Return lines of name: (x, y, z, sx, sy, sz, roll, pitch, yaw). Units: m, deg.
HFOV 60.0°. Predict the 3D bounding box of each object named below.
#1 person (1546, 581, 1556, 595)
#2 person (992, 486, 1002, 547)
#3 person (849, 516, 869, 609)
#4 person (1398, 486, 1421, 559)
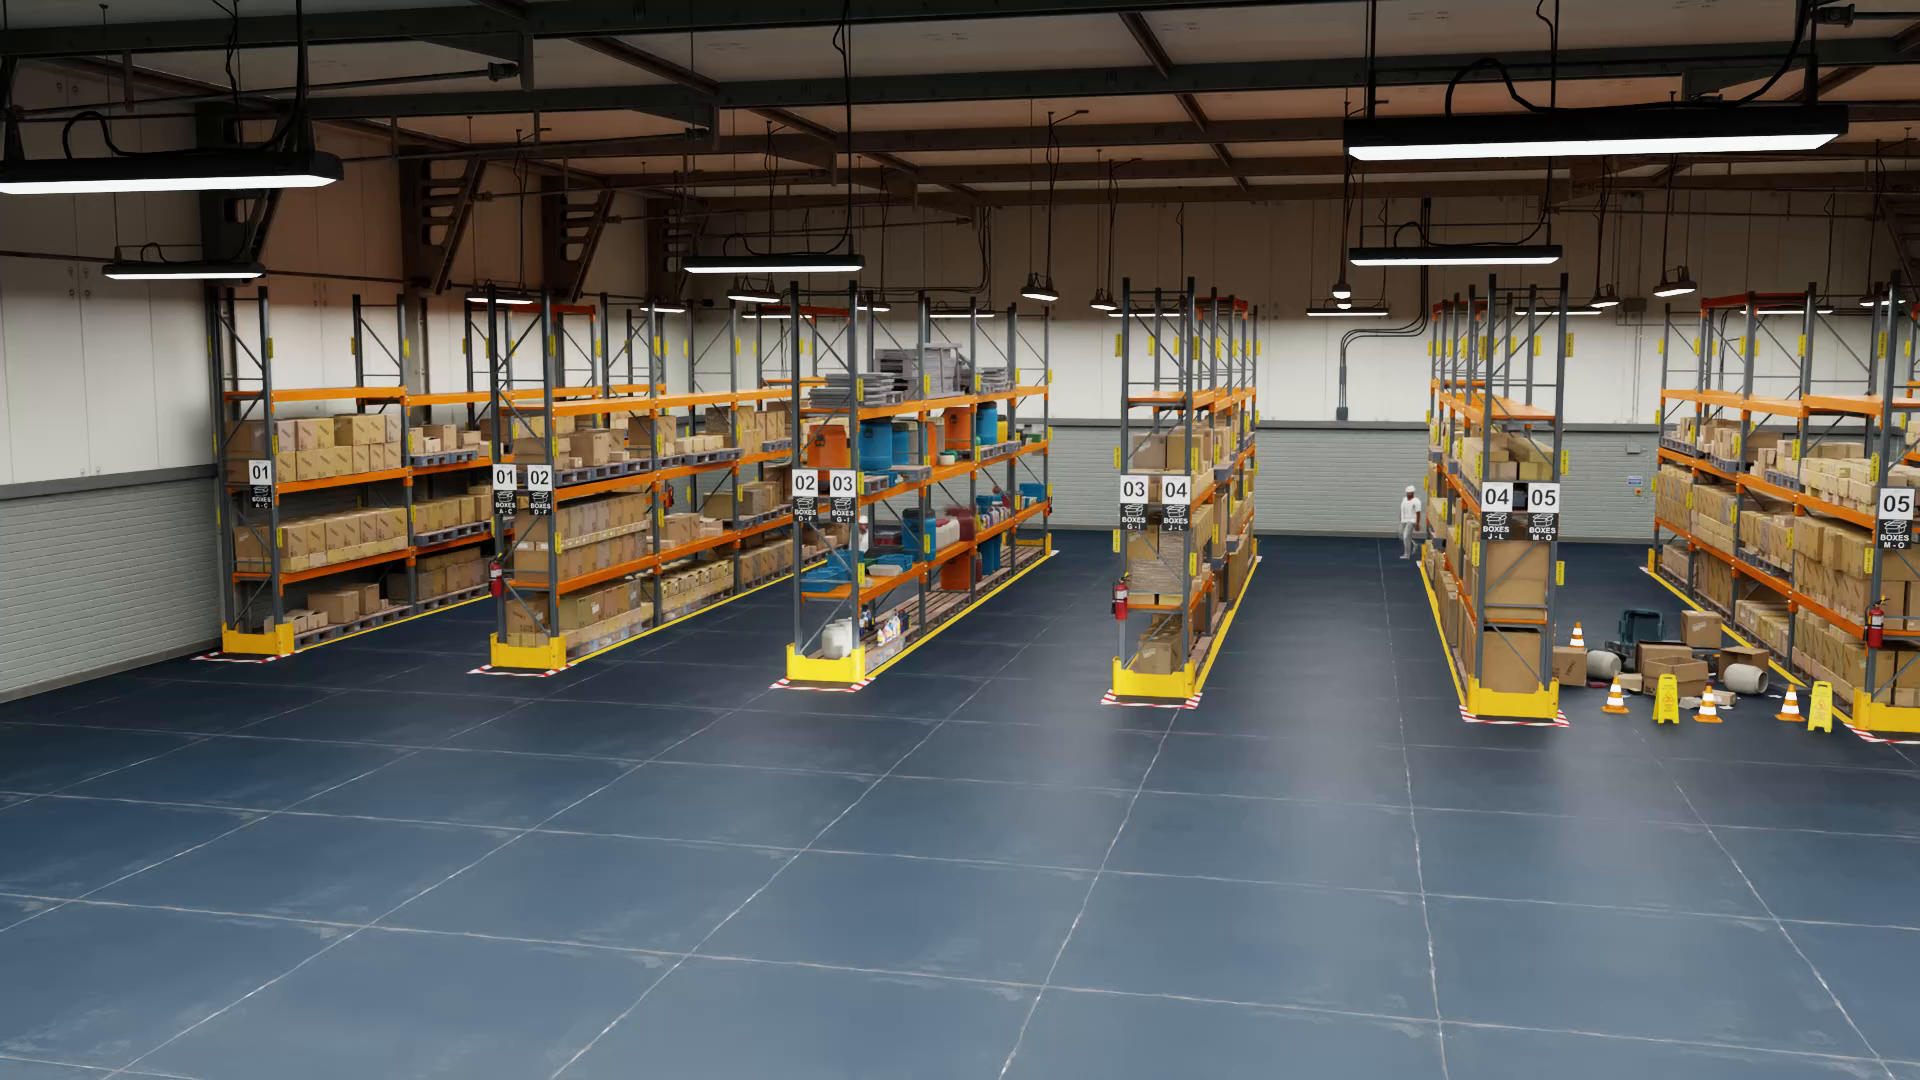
person: (11.741, 0.340, 33.455, 0.494, 1.669, 0.534, 1, 7, 12)
person: (0.836, -0.562, 41.806, 0.663, 1.542, 0.497, -2, 7, -16)
person: (-1.920, 0.429, 32.324, 0.569, 1.778, 0.725, 1, 7, 5)
person: (10.704, -0.425, 39.538, 0.685, 1.749, 0.583, -3, 7, -27)
